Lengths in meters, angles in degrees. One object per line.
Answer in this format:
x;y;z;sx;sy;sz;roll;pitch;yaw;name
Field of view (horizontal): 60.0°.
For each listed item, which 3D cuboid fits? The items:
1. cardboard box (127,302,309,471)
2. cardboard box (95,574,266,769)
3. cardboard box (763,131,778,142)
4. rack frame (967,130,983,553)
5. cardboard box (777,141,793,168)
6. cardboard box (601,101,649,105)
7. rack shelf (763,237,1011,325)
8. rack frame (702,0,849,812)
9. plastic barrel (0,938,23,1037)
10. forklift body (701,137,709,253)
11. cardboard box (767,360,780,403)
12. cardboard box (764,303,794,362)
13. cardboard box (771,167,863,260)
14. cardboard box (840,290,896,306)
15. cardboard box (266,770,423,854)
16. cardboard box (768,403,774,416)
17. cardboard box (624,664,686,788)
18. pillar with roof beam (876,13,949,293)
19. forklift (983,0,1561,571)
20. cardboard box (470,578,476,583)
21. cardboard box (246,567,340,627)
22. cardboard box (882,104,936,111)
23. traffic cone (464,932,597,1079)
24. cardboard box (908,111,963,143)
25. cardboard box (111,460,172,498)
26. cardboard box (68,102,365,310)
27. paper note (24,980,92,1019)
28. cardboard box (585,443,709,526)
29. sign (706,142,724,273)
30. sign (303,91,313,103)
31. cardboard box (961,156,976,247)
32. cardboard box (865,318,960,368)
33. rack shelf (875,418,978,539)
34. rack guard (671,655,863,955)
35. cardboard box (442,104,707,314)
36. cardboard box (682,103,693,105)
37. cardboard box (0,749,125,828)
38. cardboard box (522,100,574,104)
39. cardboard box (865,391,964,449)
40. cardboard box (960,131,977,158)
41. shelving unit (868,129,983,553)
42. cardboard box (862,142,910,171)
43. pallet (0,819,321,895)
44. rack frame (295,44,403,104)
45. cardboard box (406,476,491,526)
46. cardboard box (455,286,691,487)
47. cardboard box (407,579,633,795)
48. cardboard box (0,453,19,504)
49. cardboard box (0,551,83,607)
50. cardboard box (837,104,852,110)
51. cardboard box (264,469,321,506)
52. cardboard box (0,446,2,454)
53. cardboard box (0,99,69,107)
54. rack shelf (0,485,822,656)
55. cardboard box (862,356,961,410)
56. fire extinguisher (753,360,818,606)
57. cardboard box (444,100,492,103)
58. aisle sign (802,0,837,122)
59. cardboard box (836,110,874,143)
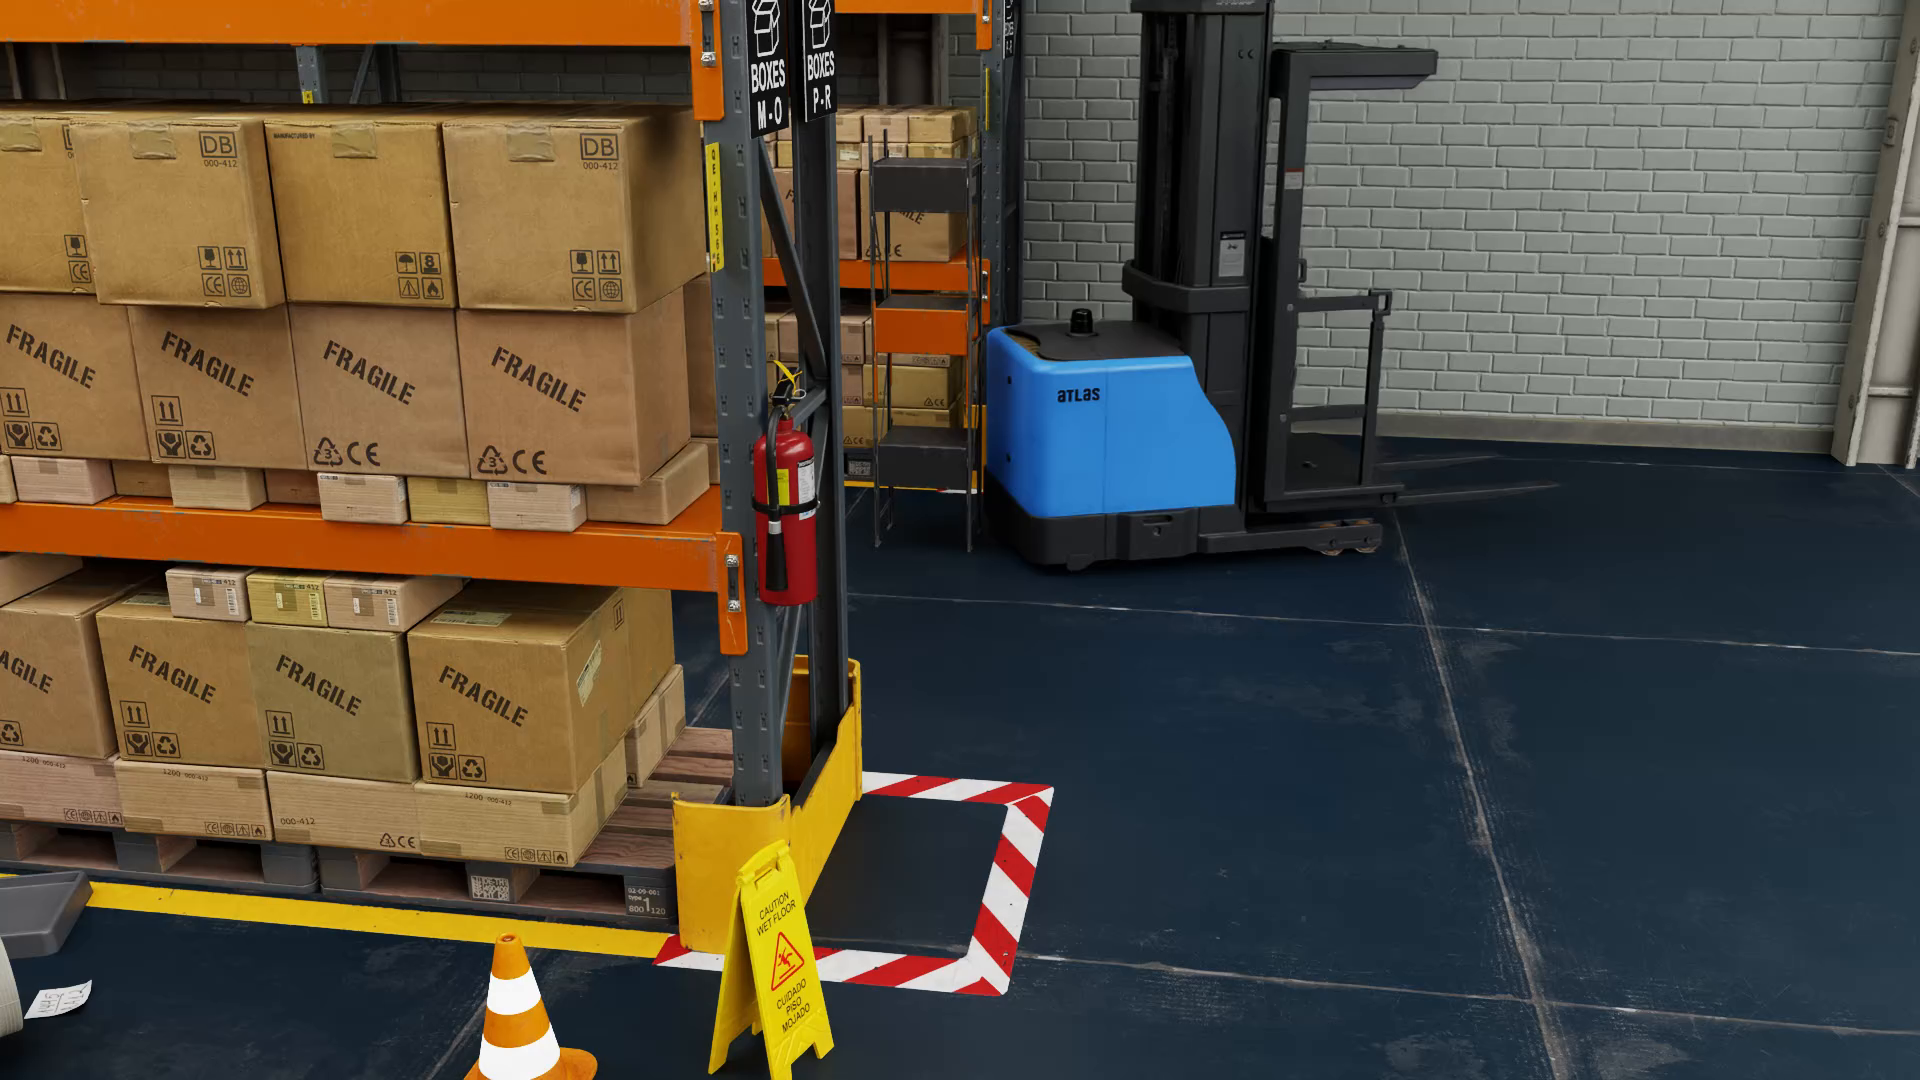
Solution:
-2.100;-0.526;5.021;0.500;0.500;0.500;3;19;8;cardboard box
-2.379;0.394;5.387;0.500;0.500;0.500;2;19;7;cardboard box
-1.156;-2.368;9.505;0.250;0.149;0.380;3;19;10;cardboard box
0.077;-0.992;8.458;0.015;2.100;0.400;3;19;9;rack frame
-0.883;-2.235;9.576;0.250;0.149;0.380;3;19;8;cardboard box
-2.076;-2.600;10.198;0.250;0.149;0.380;3;19;8;cardboard box
-1.724;-1.658;10.165;4.000;0.370;1.077;3;19;9;rack shelf
-0.533;-0.343;5.102;0.127;3.000;1.000;3;19;9;rack frame
-2.813;1.249;4.404;0.512;0.421;0.421;-15;24;-38;plastic barrel
-1.911;-1.020;8.462;1.214;2.155;2.313;3;19;9;forklift body
-1.286;-1.006;9.965;0.500;0.250;0.500;2;19;7;cardboard box
-1.259;-1.240;9.876;0.500;0.250;0.500;3;19;9;cardboard box
-0.788;-1.918;9.649;0.500;0.500;0.500;4;19;10;cardboard box
-0.688;-1.376;10.283;0.500;0.250;0.500;3;19;9;cardboard box
-1.884;0.776;5.427;0.500;0.250;0.500;3;19;9;cardboard box
-1.246;-0.775;10.062;0.500;0.250;0.500;3;19;9;cardboard box
-1.286;0.634;5.852;0.500;0.250;0.500;3;19;8;cardboard box
-0.977;-3.712;5.716;0.400;9.000;9.100;3;19;9;pillar with roof beam
1.701;-1.466;8.565;3.031;2.935;1.130;-4;19;-13;forklift
-1.826;0.253;5.811;0.500;0.500;0.500;2;19;7;cardboard box
-1.986;0.128;5.159;0.250;0.149;0.380;3;19;10;cardboard box
-0.300;-2.512;9.934;0.250;0.149;0.380;4;19;11;cardboard box
-1.162;1.242;4.362;0.334;0.463;0.336;3;19;9;traffic cone
-0.137;-2.347;9.441;0.250;0.149;0.380;3;19;9;cardboard box
-2.442;-0.259;5.246;0.250;0.149;0.380;3;19;9;cardboard box
-2.091;-0.985;4.816;0.500;0.500;0.700;3;19;8;cardboard box
-2.599;1.324;4.798;0.148;0.019;0.142;-3;19;-10;paper note
-0.936;-0.176;4.998;0.250;0.149;0.380;4;19;10;cardboard box
-0.641;-0.870;4.352;0.005;0.325;0.100;3;19;9;sign
-3.775;-2.441;9.671;0.005;0.325;0.100;3;19;9;sign
-0.195;-2.058;10.069;0.500;0.500;0.500;4;19;10;cardboard box
-0.254;-1.194;9.739;0.500;0.250;0.500;4;19;10;cardboard box
-0.163;-0.327;8.721;0.480;0.518;0.431;3;19;9;rack shelf
-0.608;0.838;5.510;0.348;0.500;1.175;3;19;9;rack guard
-1.072;-0.963;4.753;0.500;0.500;0.700;2;19;7;cardboard box
-1.570;-2.565;10.094;0.250;0.149;0.380;3;19;9;cardboard box
-2.890;0.724;5.585;0.500;0.250;0.500;3;19;8;cardboard box
-2.574;-2.647;10.338;0.250;0.149;0.380;3;19;8;cardboard box
-0.264;-0.719;9.895;0.500;0.250;0.500;3;19;9;cardboard box
-0.043;-2.352;9.925;0.250;0.149;0.380;2;19;7;cardboard box
-0.163;-1.004;8.495;0.503;2.100;0.431;3;19;9;shelving unit
-0.393;-2.187;9.432;0.250;0.149;0.380;3;19;10;cardboard box
-2.606;0.861;5.897;1.213;0.211;1.003;3;19;9;pallet
-3.699;-2.100;10.352;0.127;3.000;1.000;3;19;9;rack frame
-1.454;-0.174;4.991;0.250;0.149;0.380;3;19;8;cardboard box
-1.113;-0.473;4.863;0.500;0.500;0.500;3;19;8;cardboard box
-1.366;0.447;5.229;0.500;0.500;0.500;3;19;9;cardboard box
-2.961;-0.242;5.195;0.250;0.149;0.380;3;19;9;cardboard box
-3.055;0.074;5.322;0.250;0.149;0.380;4;19;12;cardboard box
-0.805;-2.528;9.984;0.250;0.149;0.380;3;19;9;cardboard box
-1.943;-0.234;5.171;0.250;0.149;0.380;3;19;9;cardboard box
-3.099;-0.576;5.172;0.500;0.500;0.500;3;19;8;cardboard box
-3.090;-1.051;5.015;0.500;0.500;0.700;3;19;7;cardboard box
-2.508;-0.103;5.517;4.000;0.370;1.077;3;19;9;rack shelf
-0.280;-0.958;9.821;0.500;0.250;0.500;3;19;8;cardboard box
-0.493;-0.157;4.666;0.183;0.674;0.296;3;19;9;fire extinguisher
-3.095;-2.649;10.344;0.250;0.149;0.380;2;19;7;cardboard box
-0.423;-1.670;4.971;0.004;0.787;0.394;3;19;9;aisle sign
-0.648;-2.354;9.463;0.250;0.149;0.380;3;19;10;cardboard box
